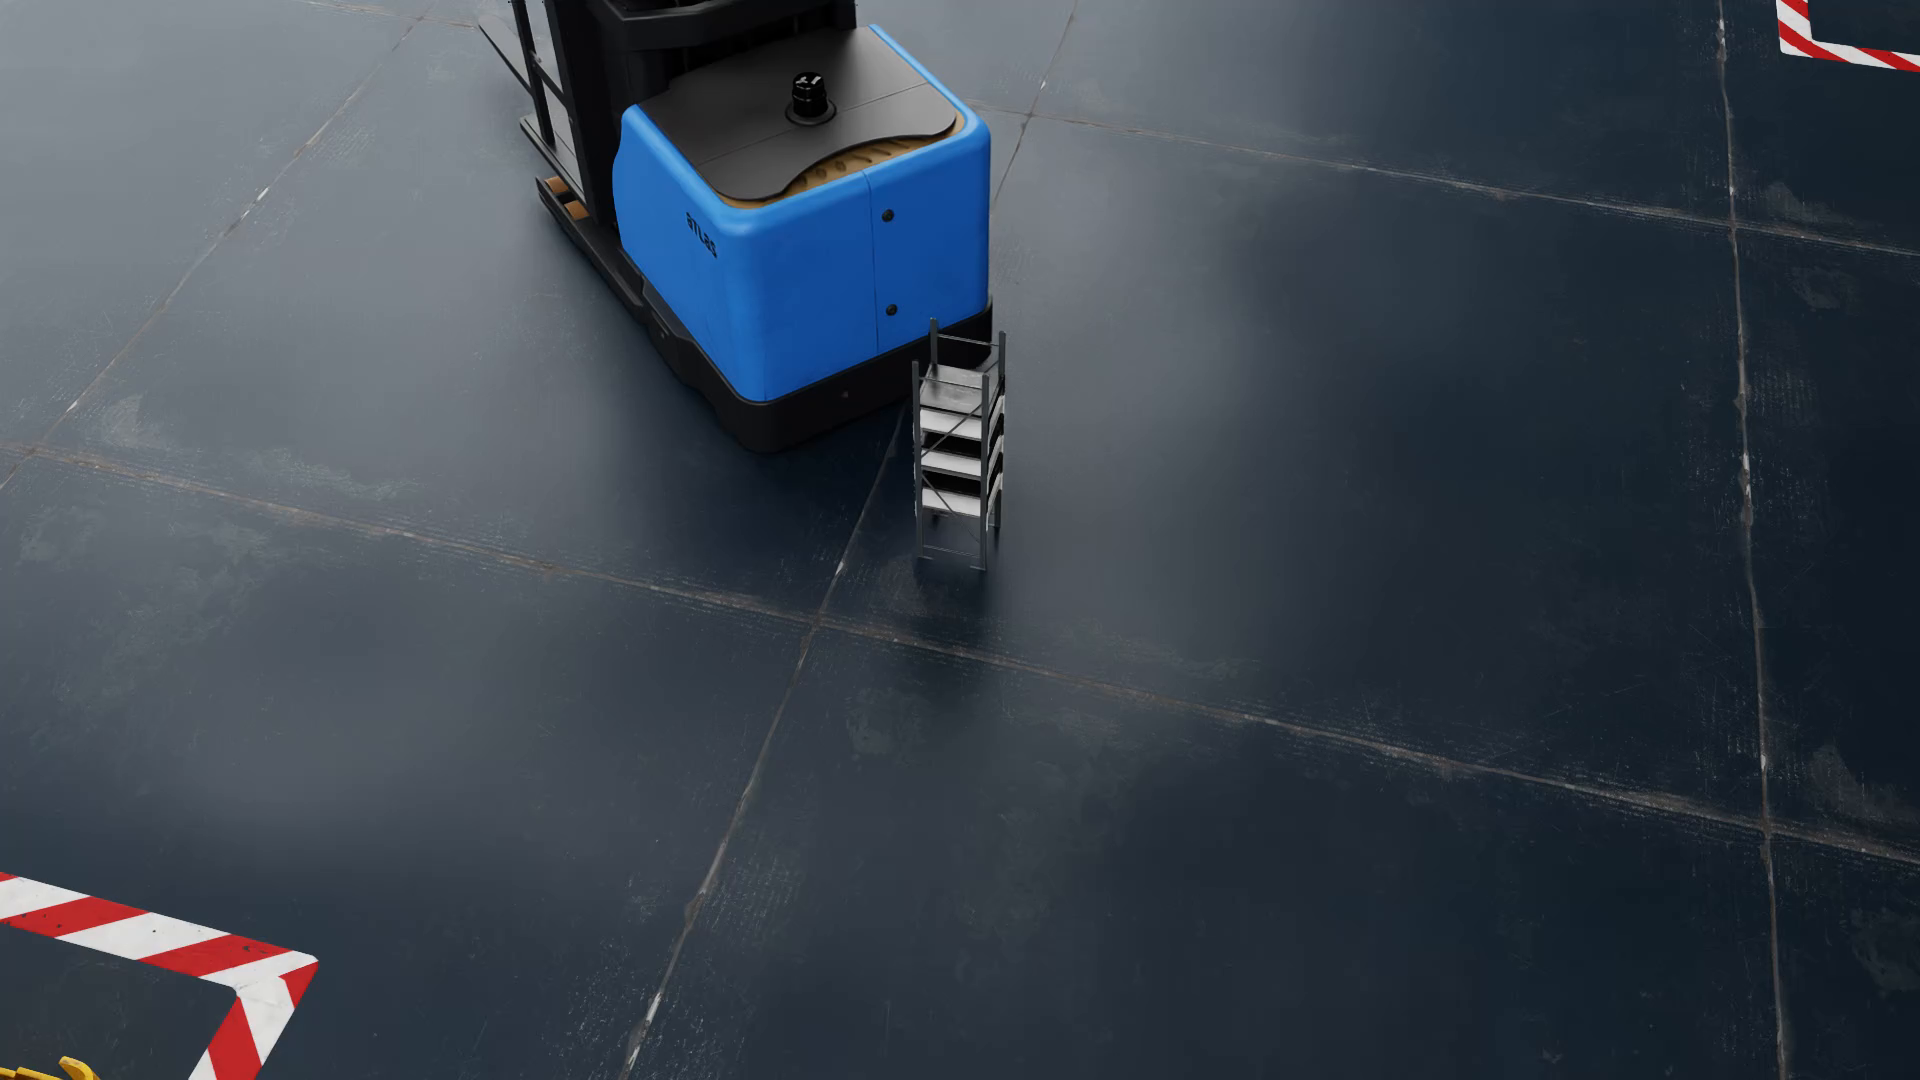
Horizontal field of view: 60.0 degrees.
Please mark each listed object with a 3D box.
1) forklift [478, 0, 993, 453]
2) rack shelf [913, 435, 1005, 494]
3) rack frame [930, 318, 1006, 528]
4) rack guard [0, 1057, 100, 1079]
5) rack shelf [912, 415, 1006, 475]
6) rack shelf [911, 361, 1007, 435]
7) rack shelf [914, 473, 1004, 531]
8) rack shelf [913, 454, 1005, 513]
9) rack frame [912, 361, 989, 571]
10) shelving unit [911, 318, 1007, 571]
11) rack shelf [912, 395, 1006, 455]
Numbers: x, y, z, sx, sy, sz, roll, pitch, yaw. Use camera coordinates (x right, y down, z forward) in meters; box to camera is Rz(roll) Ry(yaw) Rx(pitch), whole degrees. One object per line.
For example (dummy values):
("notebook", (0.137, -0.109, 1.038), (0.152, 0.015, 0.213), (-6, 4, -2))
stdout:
("forklift", (-1.094, -2.370, 5.887), (1.130, 2.935, 3.031), (-25, 53, -21))
("rack shelf", (-0.002, -0.270, 5.432), (0.258, 0.077, 0.200), (12, 50, 10))
("rack frame", (0.025, -0.365, 5.472), (0.240, 0.900, 0.006), (12, 50, 10))
("rack guard", (-2.651, 1.437, 4.149), (1.175, 0.500, 0.348), (12, 50, 10))
("rack shelf", (-0.002, -0.329, 5.365), (0.258, 0.077, 0.200), (12, 50, 10))
("rack shelf", (-0.002, -0.449, 5.230), (0.258, 0.077, 0.200), (12, 50, 10))
("rack shelf", (-0.002, -0.151, 5.567), (0.258, 0.077, 0.200), (12, 50, 10))
("rack shelf", (-0.002, -0.210, 5.500), (0.258, 0.077, 0.200), (12, 50, 10))
("rack frame", (-0.029, -0.218, 5.343), (0.240, 0.900, 0.006), (12, 50, 10))
("shelving unit", (-0.002, -0.292, 5.407), (0.258, 0.900, 0.210), (12, 50, 10))
("rack shelf", (-0.002, -0.389, 5.297), (0.258, 0.077, 0.200), (12, 50, 10))
